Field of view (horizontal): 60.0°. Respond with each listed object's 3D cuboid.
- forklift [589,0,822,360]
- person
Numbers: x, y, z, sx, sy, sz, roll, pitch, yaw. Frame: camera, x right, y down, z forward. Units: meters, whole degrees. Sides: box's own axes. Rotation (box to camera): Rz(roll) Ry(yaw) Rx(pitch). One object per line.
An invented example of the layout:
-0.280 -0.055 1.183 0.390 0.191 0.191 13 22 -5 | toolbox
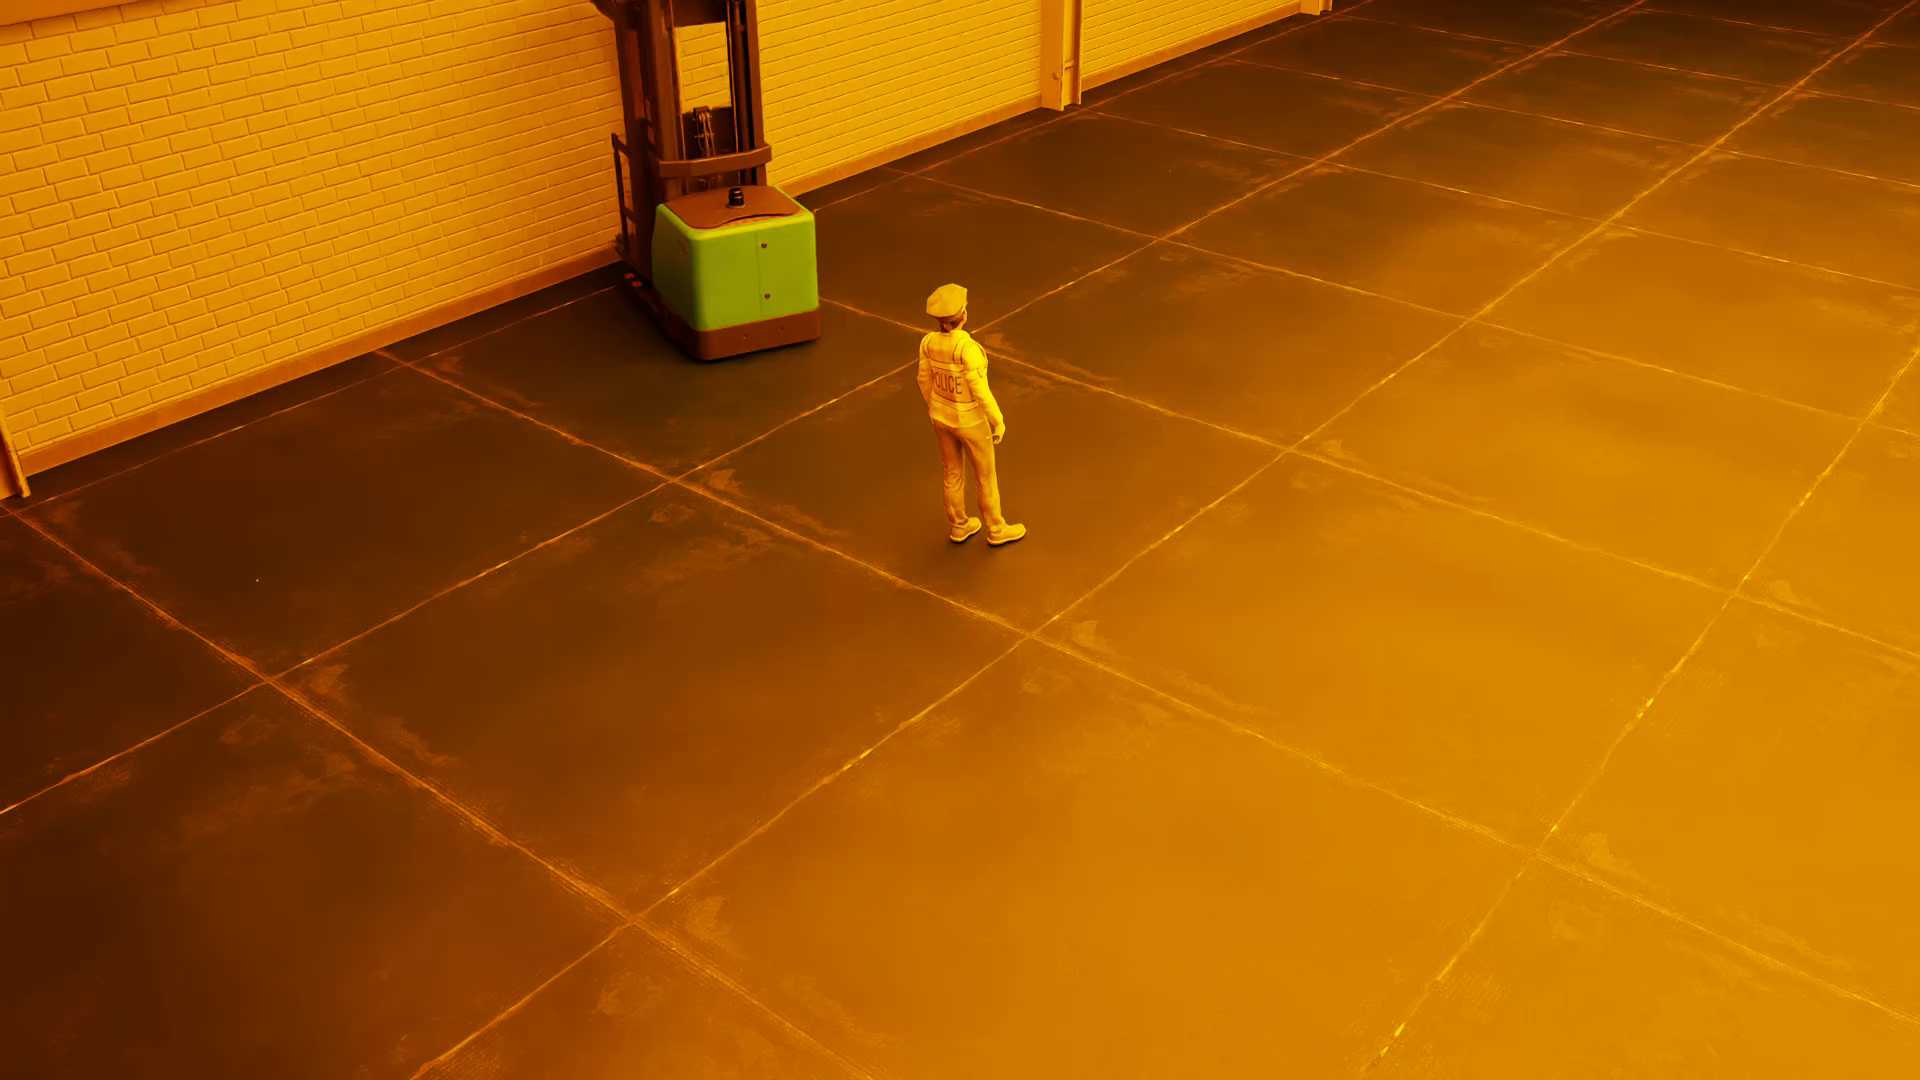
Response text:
-2.222 -3.358 13.342 1.130 2.935 3.031 -15 33 -24 | forklift
0.048 -0.763 10.111 0.588 1.695 0.531 22 37 33 | person
